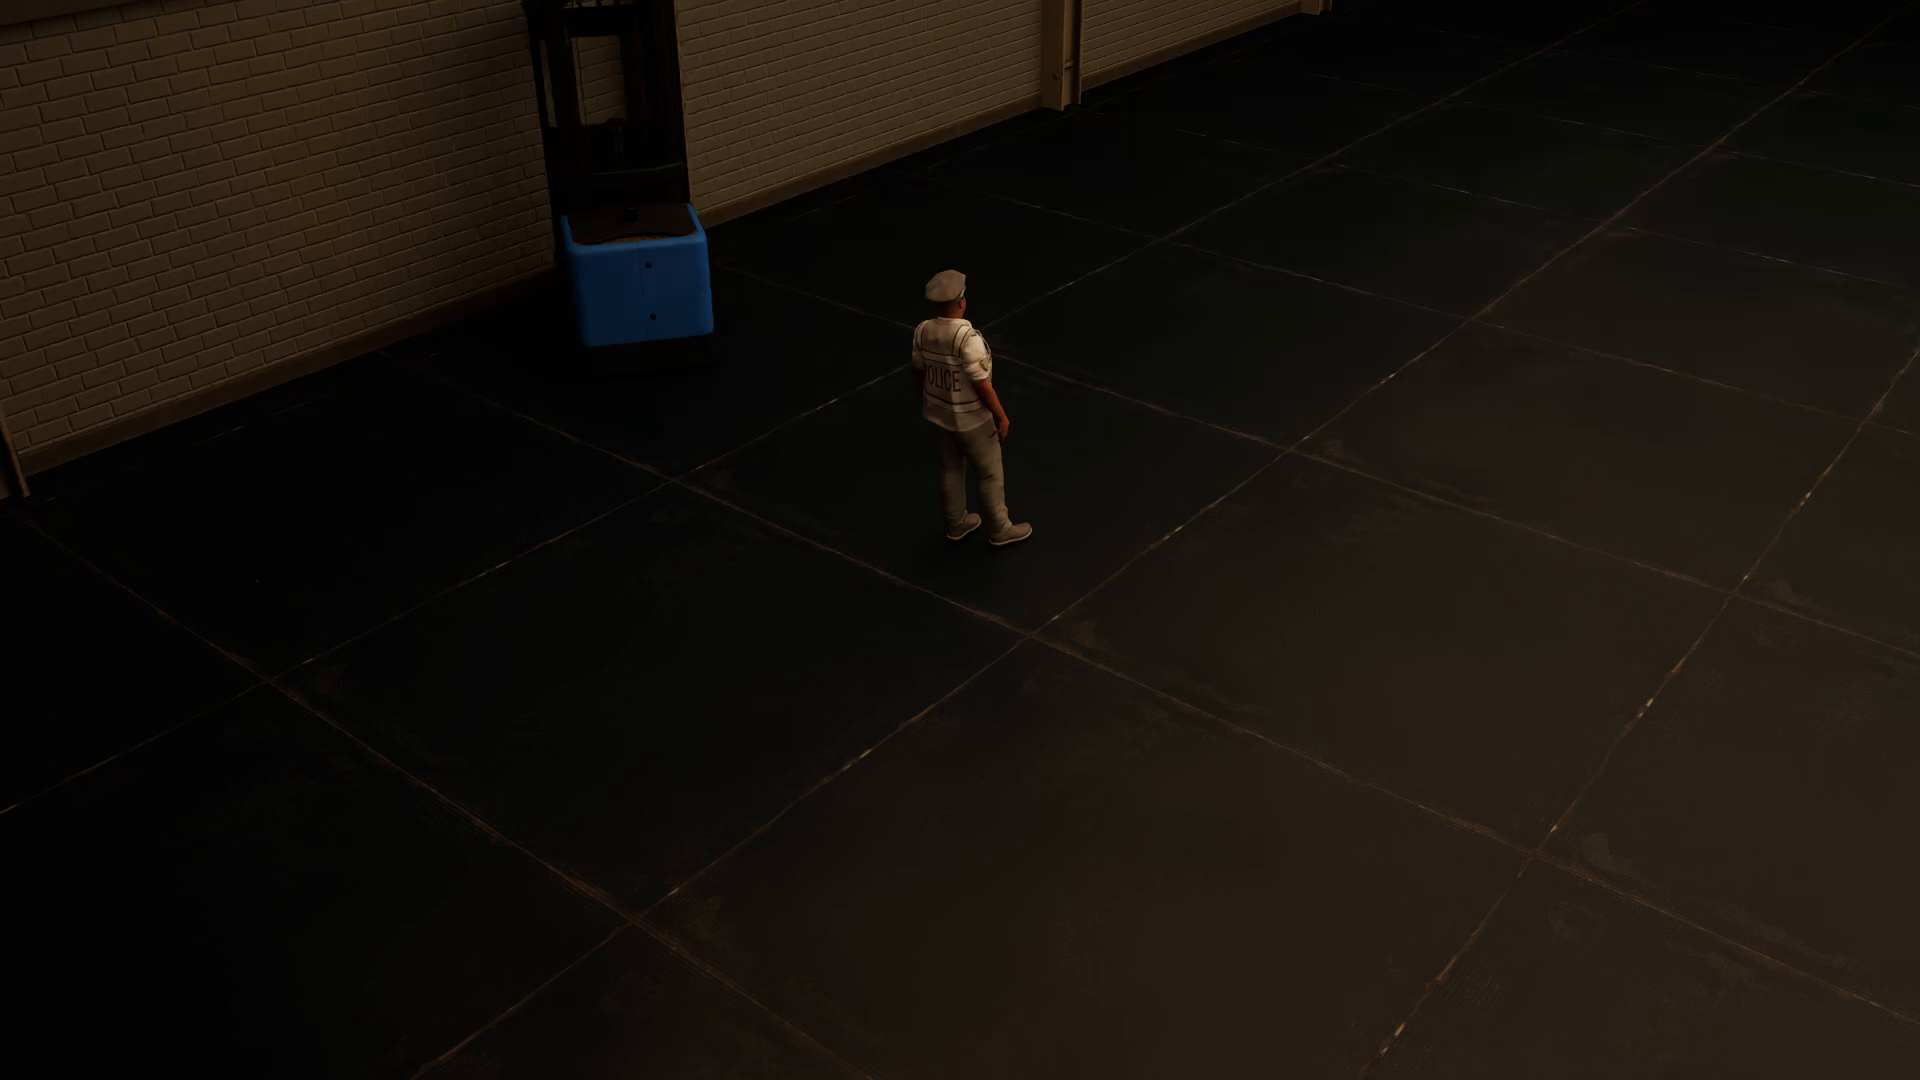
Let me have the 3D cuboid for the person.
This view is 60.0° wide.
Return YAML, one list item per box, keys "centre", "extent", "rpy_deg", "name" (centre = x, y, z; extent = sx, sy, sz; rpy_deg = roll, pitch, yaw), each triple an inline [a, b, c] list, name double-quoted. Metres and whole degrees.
- centre: [0.058, -0.802, 10.092]
  extent: [0.640, 1.781, 0.575]
  rpy_deg: [22, 37, 33]
  name: "person"

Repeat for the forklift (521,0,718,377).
- centre: [-2.749, -3.215, 13.097]
  extent: [1.130, 2.935, 3.031]
  rpy_deg: [-8, 31, -14]
  name: "forklift"
